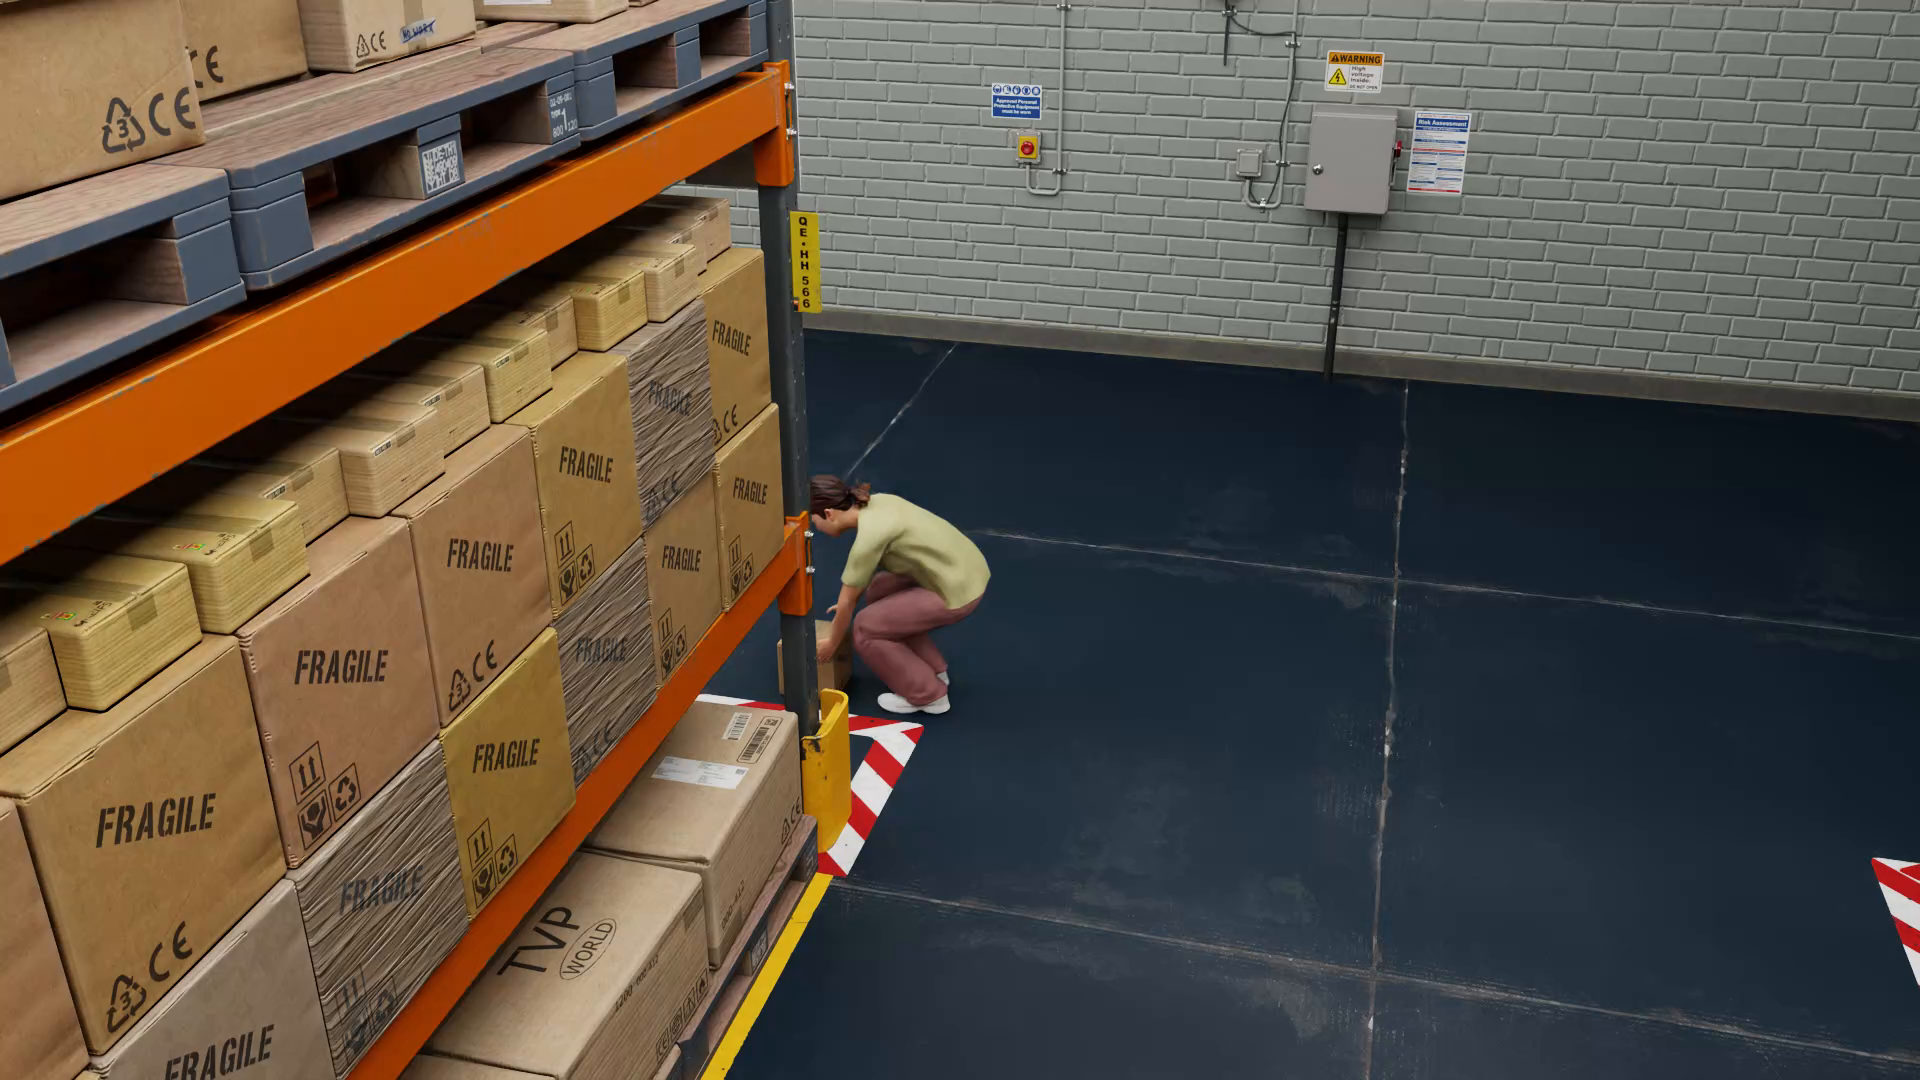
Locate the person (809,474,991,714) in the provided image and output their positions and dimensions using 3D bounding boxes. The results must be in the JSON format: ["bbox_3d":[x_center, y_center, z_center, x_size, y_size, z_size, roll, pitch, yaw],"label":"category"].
[{"bbox_3d":[-0.271,0.216,6.920,0.777,1.023,0.491,5,26,10],"label":"person"}]
